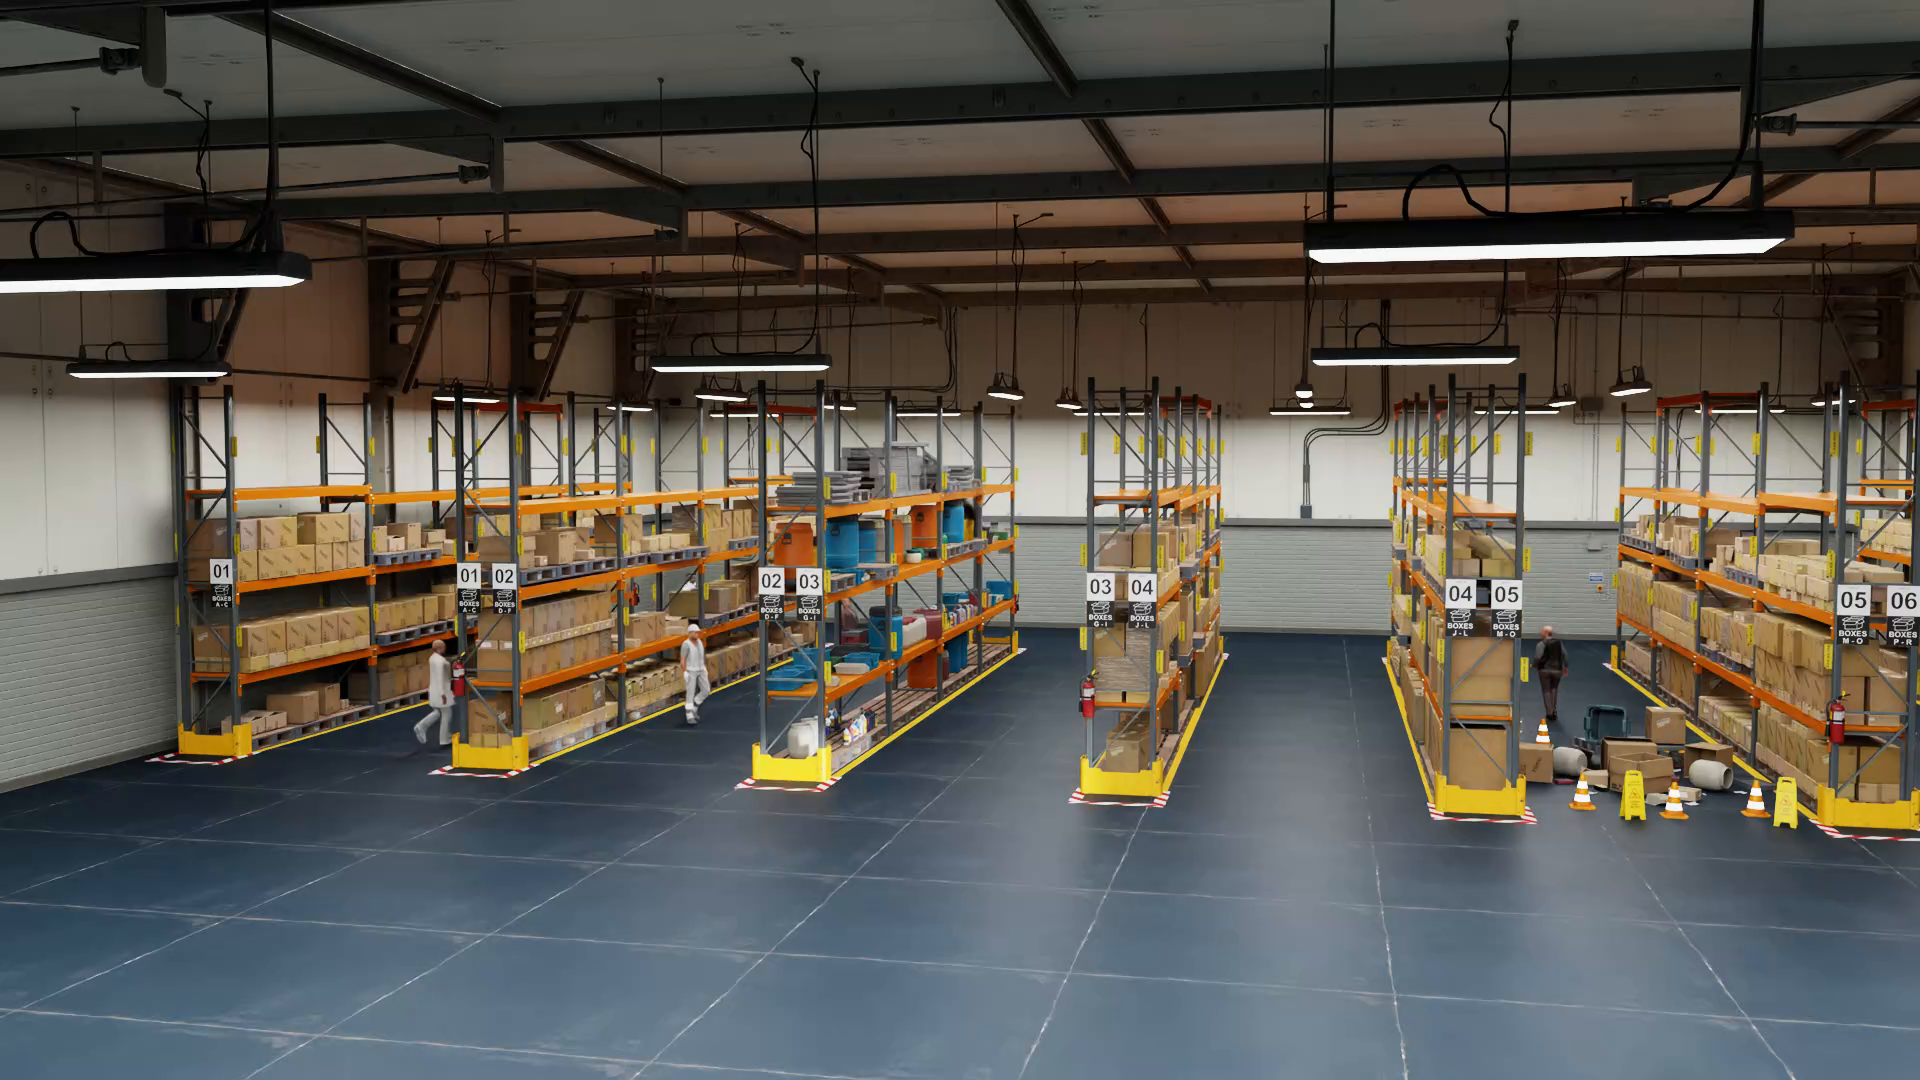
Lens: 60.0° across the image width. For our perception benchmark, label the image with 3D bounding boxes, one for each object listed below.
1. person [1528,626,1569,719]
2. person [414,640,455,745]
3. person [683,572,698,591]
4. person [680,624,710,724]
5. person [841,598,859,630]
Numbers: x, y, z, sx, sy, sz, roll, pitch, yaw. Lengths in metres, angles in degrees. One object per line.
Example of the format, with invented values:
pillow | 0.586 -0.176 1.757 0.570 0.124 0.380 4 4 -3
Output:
person | 10.897 2.508 30.718 0.697 1.662 0.667 1 3 10
person | -8.757 2.550 27.814 0.575 1.764 0.778 3 5 45
person | -7.002 1.715 43.257 0.614 1.801 0.588 1 3 22
person | -4.815 2.412 30.172 0.520 1.786 0.706 2 4 38
person | -2.310 2.232 35.617 0.493 1.603 0.605 3 4 41
